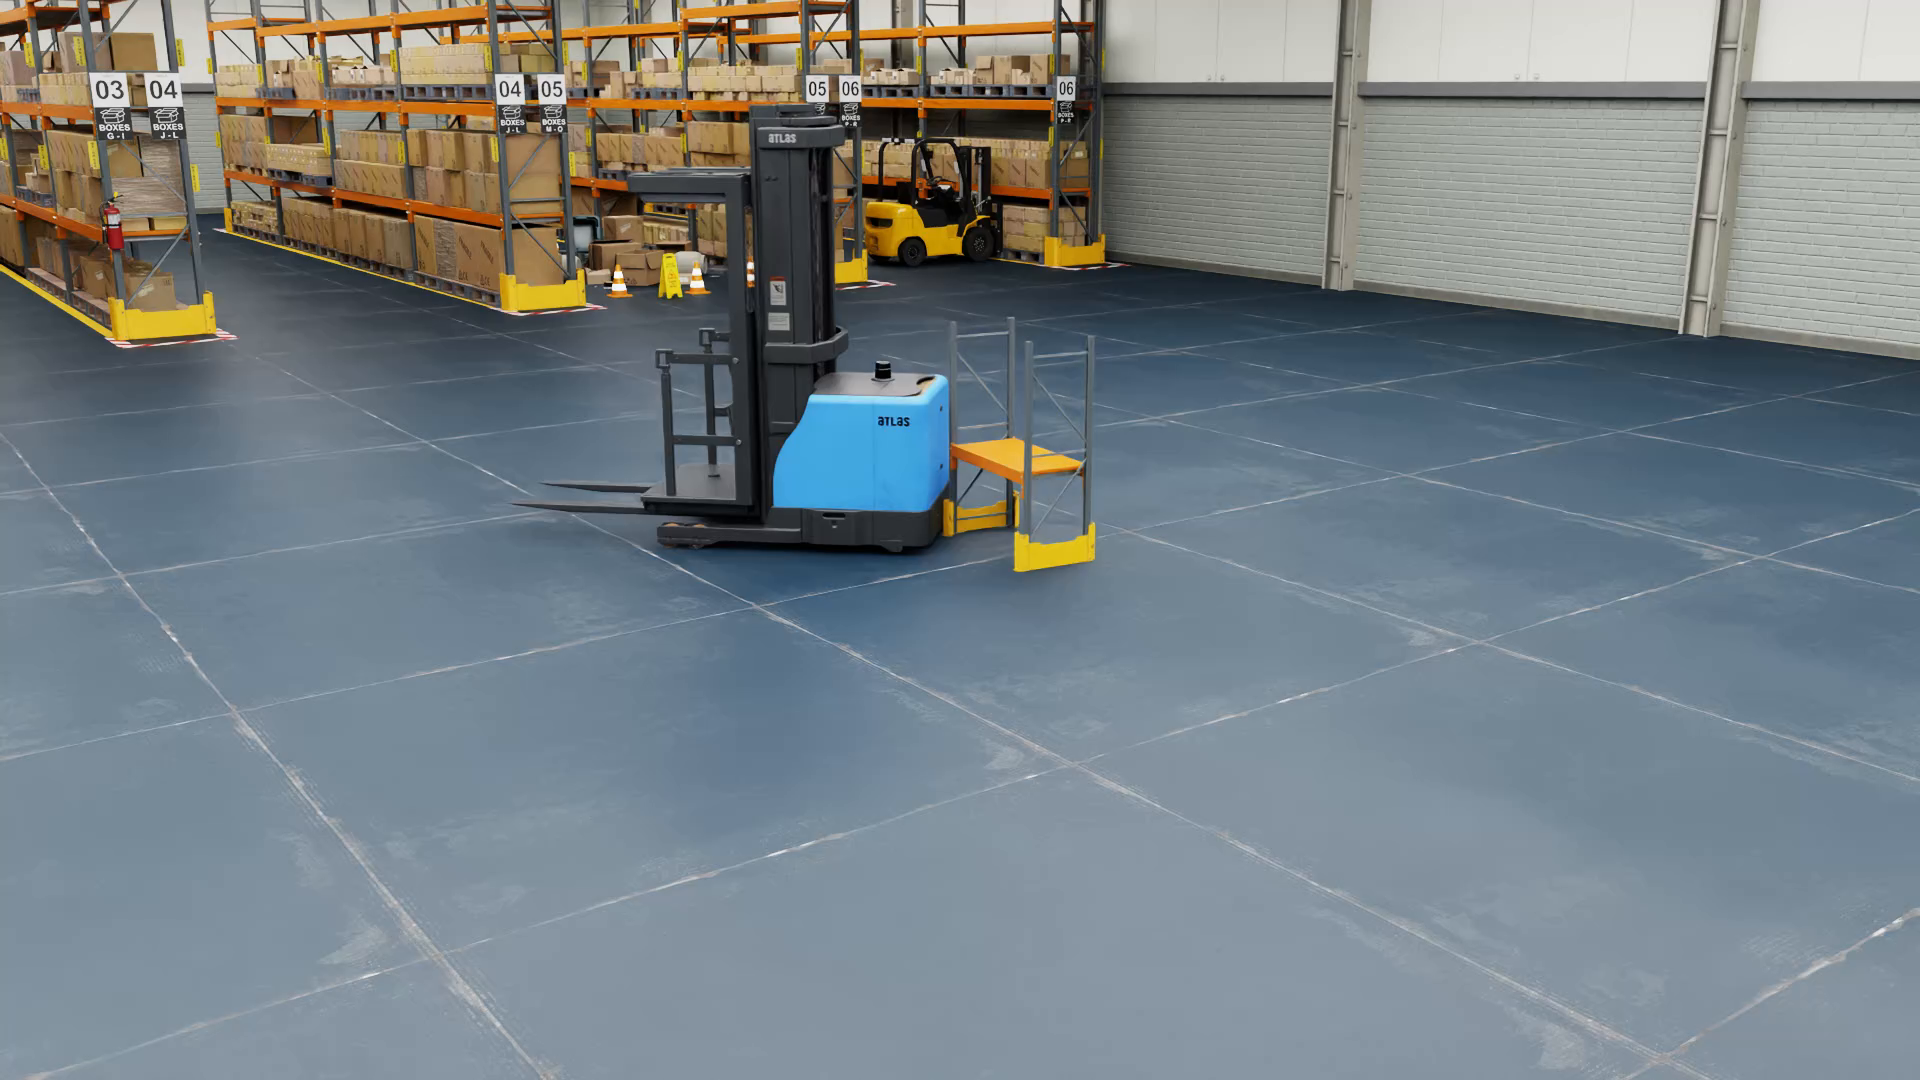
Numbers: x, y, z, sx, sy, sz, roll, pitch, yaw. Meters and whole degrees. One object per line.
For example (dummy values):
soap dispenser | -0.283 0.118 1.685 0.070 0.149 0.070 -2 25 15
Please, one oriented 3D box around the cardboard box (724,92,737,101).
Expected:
cardboard box | -3.678 -7.349 27.540 0.380 0.149 0.250 -11 19 -36

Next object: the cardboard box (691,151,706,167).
cardboard box | -4.316 -6.472 28.787 0.500 0.500 0.500 -11 19 -35

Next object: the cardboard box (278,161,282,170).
cardboard box | -12.680 -7.095 31.499 0.380 0.149 0.250 -11 19 -34

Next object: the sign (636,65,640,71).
sign | -6.261 -9.051 32.303 0.100 0.325 0.005 -11 19 -35

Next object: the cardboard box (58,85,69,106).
cardboard box | -11.393 -5.786 21.638 0.500 0.250 0.500 -11 19 -35

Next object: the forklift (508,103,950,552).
forklift | -1.631 -1.488 11.462 3.031 2.935 1.130 2 15 8

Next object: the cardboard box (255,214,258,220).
cardboard box | -14.430 -6.738 34.555 0.380 0.149 0.250 -10 18 -32

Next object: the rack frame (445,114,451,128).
rack frame | -11.405 -8.980 38.703 1.000 3.000 0.127 -11 19 -35

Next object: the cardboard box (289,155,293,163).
cardboard box | -12.217 -7.071 30.847 0.380 0.149 0.250 -11 19 -36

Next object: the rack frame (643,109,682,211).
rack frame | -7.392 -9.751 41.521 1.000 3.000 0.127 -11 19 -35

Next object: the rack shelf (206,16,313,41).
rack shelf | -14.174 -10.308 33.560 1.077 0.370 4.000 -11 19 -35

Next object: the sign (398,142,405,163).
sign | -8.727 -6.061 25.997 0.100 0.325 0.005 -11 19 -35

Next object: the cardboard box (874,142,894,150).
cardboard box | -1.492 -7.856 33.180 0.380 0.149 0.250 -11 19 -34

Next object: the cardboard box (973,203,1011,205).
cardboard box | 0.591 -6.067 30.578 0.500 0.250 0.500 -11 19 -36

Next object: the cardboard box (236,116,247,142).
cardboard box | -14.408 -8.397 33.927 0.500 0.500 0.500 -12 19 -36

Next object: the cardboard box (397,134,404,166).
cardboard box | -8.591 -6.263 26.693 0.700 0.500 0.500 -11 19 -35

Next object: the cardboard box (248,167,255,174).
cardboard box | -14.333 -7.562 33.998 0.380 0.149 0.250 -10 18 -33

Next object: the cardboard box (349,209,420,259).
cardboard box | -9.844 -5.269 28.610 1.050 0.750 0.750 -11 19 -34

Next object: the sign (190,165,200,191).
sign | -9.575 -4.527 20.793 0.100 0.325 0.005 -11 19 -35

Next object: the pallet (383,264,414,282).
pallet | -8.809 -4.435 27.382 1.003 0.211 1.213 -11 19 -35

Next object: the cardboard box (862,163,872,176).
cardboard box | -1.722 -7.510 33.615 0.500 0.250 0.500 -10 18 -33

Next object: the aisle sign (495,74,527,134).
aisle sign | -6.143 -5.965 22.765 0.394 0.787 0.004 -11 19 -35

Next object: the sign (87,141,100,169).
sign | -10.474 -4.654 20.106 0.100 0.325 0.005 -11 19 -35

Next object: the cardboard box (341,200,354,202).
cardboard box | -11.434 -6.241 31.215 0.500 0.250 0.500 -11 19 -34

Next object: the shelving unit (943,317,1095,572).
shelving unit | 0.391 -0.675 11.200 0.587 1.500 1.083 -8 17 -27

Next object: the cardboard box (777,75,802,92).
cardboard box | -2.517 -7.148 26.051 0.500 0.250 0.500 -11 19 -35

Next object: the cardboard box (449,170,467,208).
cardboard box | -7.111 -5.278 24.893 0.875 0.550 0.500 -11 19 -35

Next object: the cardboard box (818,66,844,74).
cardboard box | -2.042 -7.381 26.145 0.380 0.149 0.250 -11 19 -35

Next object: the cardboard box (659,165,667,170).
cardboard box | -5.197 -6.674 29.960 0.380 0.149 0.250 -11 19 -35

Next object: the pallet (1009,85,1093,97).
pallet | 1.620 -7.894 29.220 1.003 0.211 1.213 -11 19 -35

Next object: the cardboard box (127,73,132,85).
cardboard box | -10.311 -5.792 20.901 0.380 0.149 0.250 -11 19 -36

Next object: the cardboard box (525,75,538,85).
cardboard box | -5.884 -6.473 23.352 0.380 0.149 0.250 -11 19 -34

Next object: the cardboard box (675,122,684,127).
cardboard box | -6.461 -9.725 39.725 0.500 0.500 0.500 -10 18 -33

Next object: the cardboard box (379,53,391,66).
cardboard box | -9.397 -7.900 27.900 0.500 0.500 0.500 -11 19 -35

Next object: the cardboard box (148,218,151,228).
cardboard box | -10.120 -4.058 21.196 0.380 0.149 0.250 -11 19 -35

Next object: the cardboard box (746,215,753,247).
cardboard box | -3.280 -5.152 27.708 0.500 0.500 0.500 -11 19 -36

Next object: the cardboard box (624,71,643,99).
cardboard box | -5.782 -8.447 30.878 0.797 0.503 0.637 -11 19 -35

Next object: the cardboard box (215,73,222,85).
cardboard box | -15.296 -9.669 34.877 0.500 0.250 0.500 -11 18 -34

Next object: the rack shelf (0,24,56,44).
rack shelf | -15.893 -8.514 27.757 1.077 0.370 4.000 -11 19 -35

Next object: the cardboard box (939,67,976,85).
cardboard box | -0.045 -8.628 30.918 0.500 0.311 0.500 -10 18 -33

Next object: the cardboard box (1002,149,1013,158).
cardboard box | 0.976 -6.945 29.852 0.380 0.149 0.250 -12 19 -36

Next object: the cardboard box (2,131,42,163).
cardboard box | -15.515 -6.563 27.785 0.797 0.503 0.637 -10 18 -33

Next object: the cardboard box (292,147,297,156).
cardboard box | -12.064 -7.160 30.607 0.380 0.149 0.250 -10 18 -32

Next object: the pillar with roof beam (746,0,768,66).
pillar with roof beam | -8.203 -11.411 36.221 9.100 9.000 0.400 -11 19 -35

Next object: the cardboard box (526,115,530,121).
cardboard box | -9.193 -9.129 35.935 0.380 0.149 0.250 -11 19 -34

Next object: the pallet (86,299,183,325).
pallet | -11.221 -3.135 22.632 1.003 0.211 1.213 -11 19 -35

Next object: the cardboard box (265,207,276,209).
cardboard box | -13.842 -6.654 33.682 0.380 0.149 0.250 -10 18 -33

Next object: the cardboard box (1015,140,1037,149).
cardboard box | 1.202 -7.047 29.660 0.380 0.149 0.250 -11 19 -34

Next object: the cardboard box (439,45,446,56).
cardboard box | -7.312 -7.079 24.057 0.380 0.149 0.250 -11 19 -34

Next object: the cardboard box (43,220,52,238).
cardboard box | -14.299 -4.963 26.508 0.500 0.250 0.500 -10 18 -32
